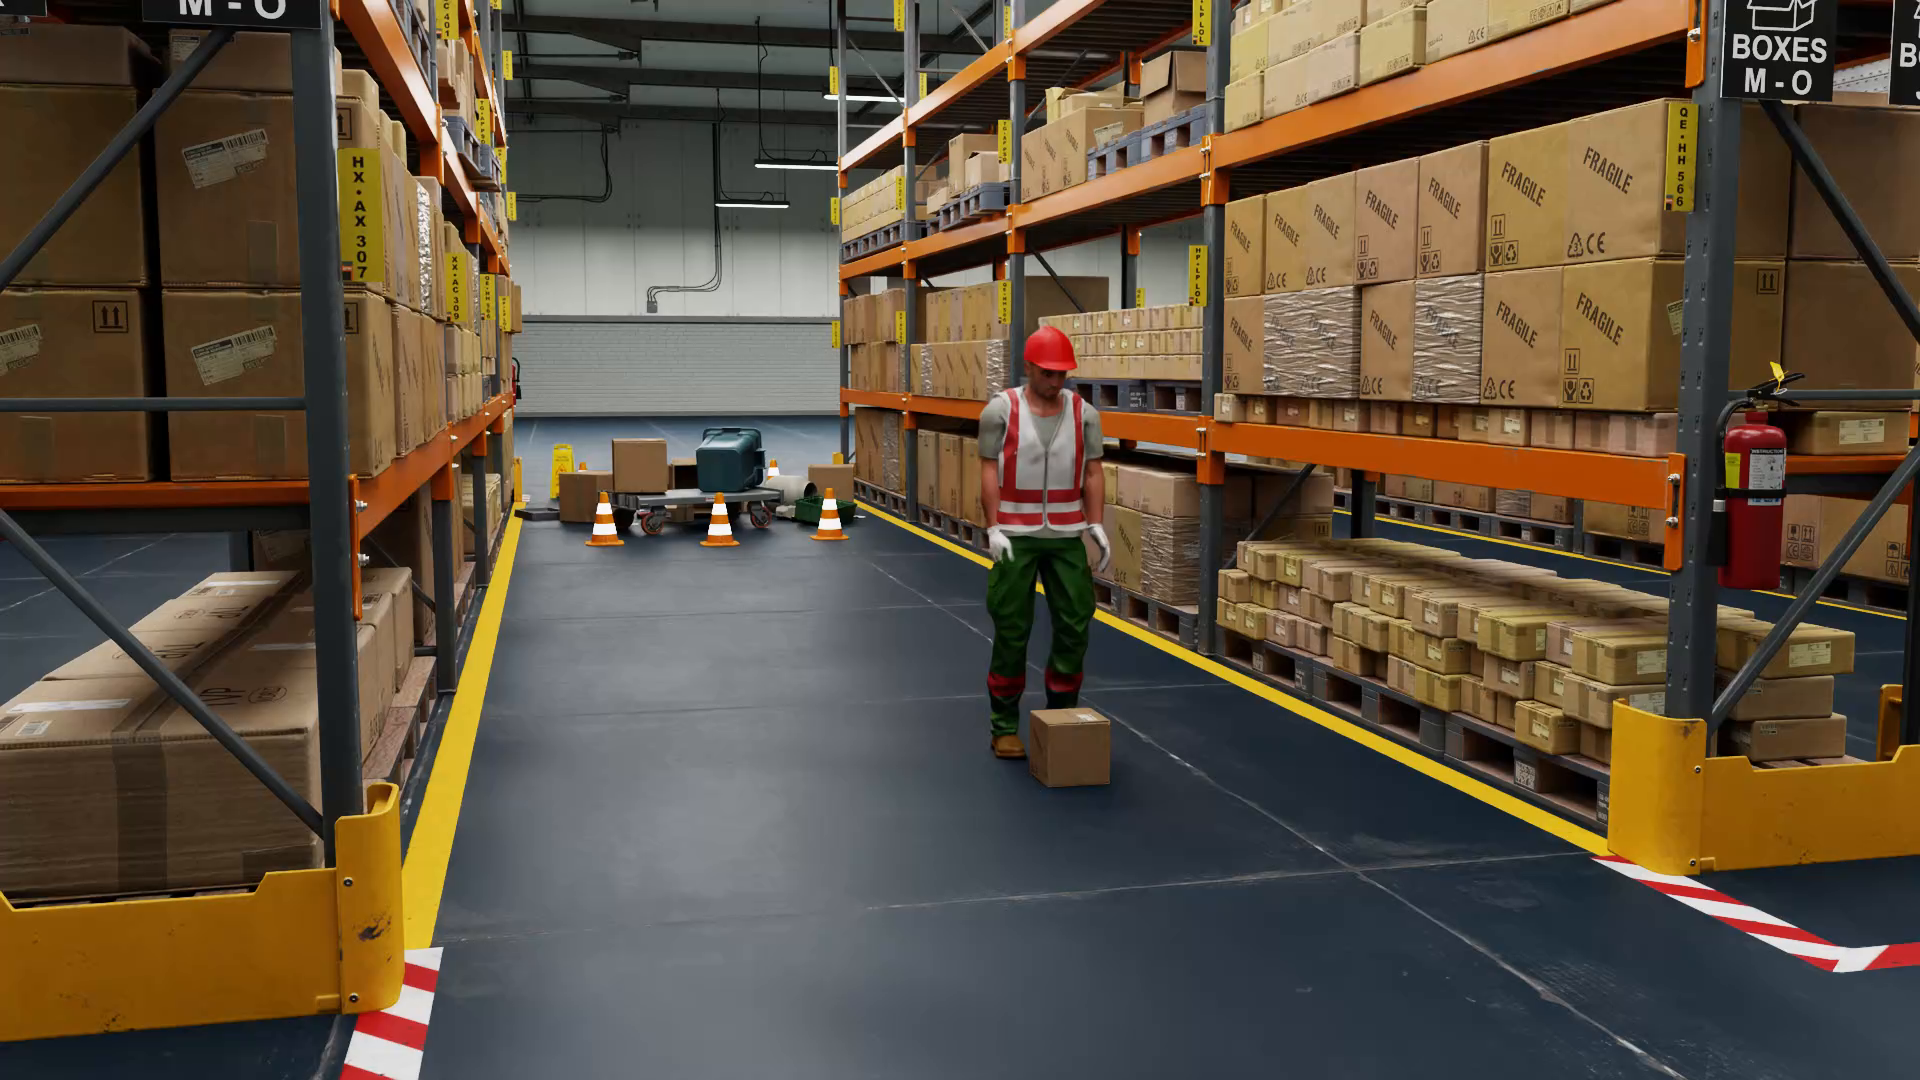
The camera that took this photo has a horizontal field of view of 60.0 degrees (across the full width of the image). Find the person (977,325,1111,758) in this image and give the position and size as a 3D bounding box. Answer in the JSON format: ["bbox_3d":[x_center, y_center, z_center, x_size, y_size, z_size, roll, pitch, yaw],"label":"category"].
[{"bbox_3d":[0.347,0.007,6.841,0.534,1.762,0.400,-1,6,-12],"label":"person"}]
